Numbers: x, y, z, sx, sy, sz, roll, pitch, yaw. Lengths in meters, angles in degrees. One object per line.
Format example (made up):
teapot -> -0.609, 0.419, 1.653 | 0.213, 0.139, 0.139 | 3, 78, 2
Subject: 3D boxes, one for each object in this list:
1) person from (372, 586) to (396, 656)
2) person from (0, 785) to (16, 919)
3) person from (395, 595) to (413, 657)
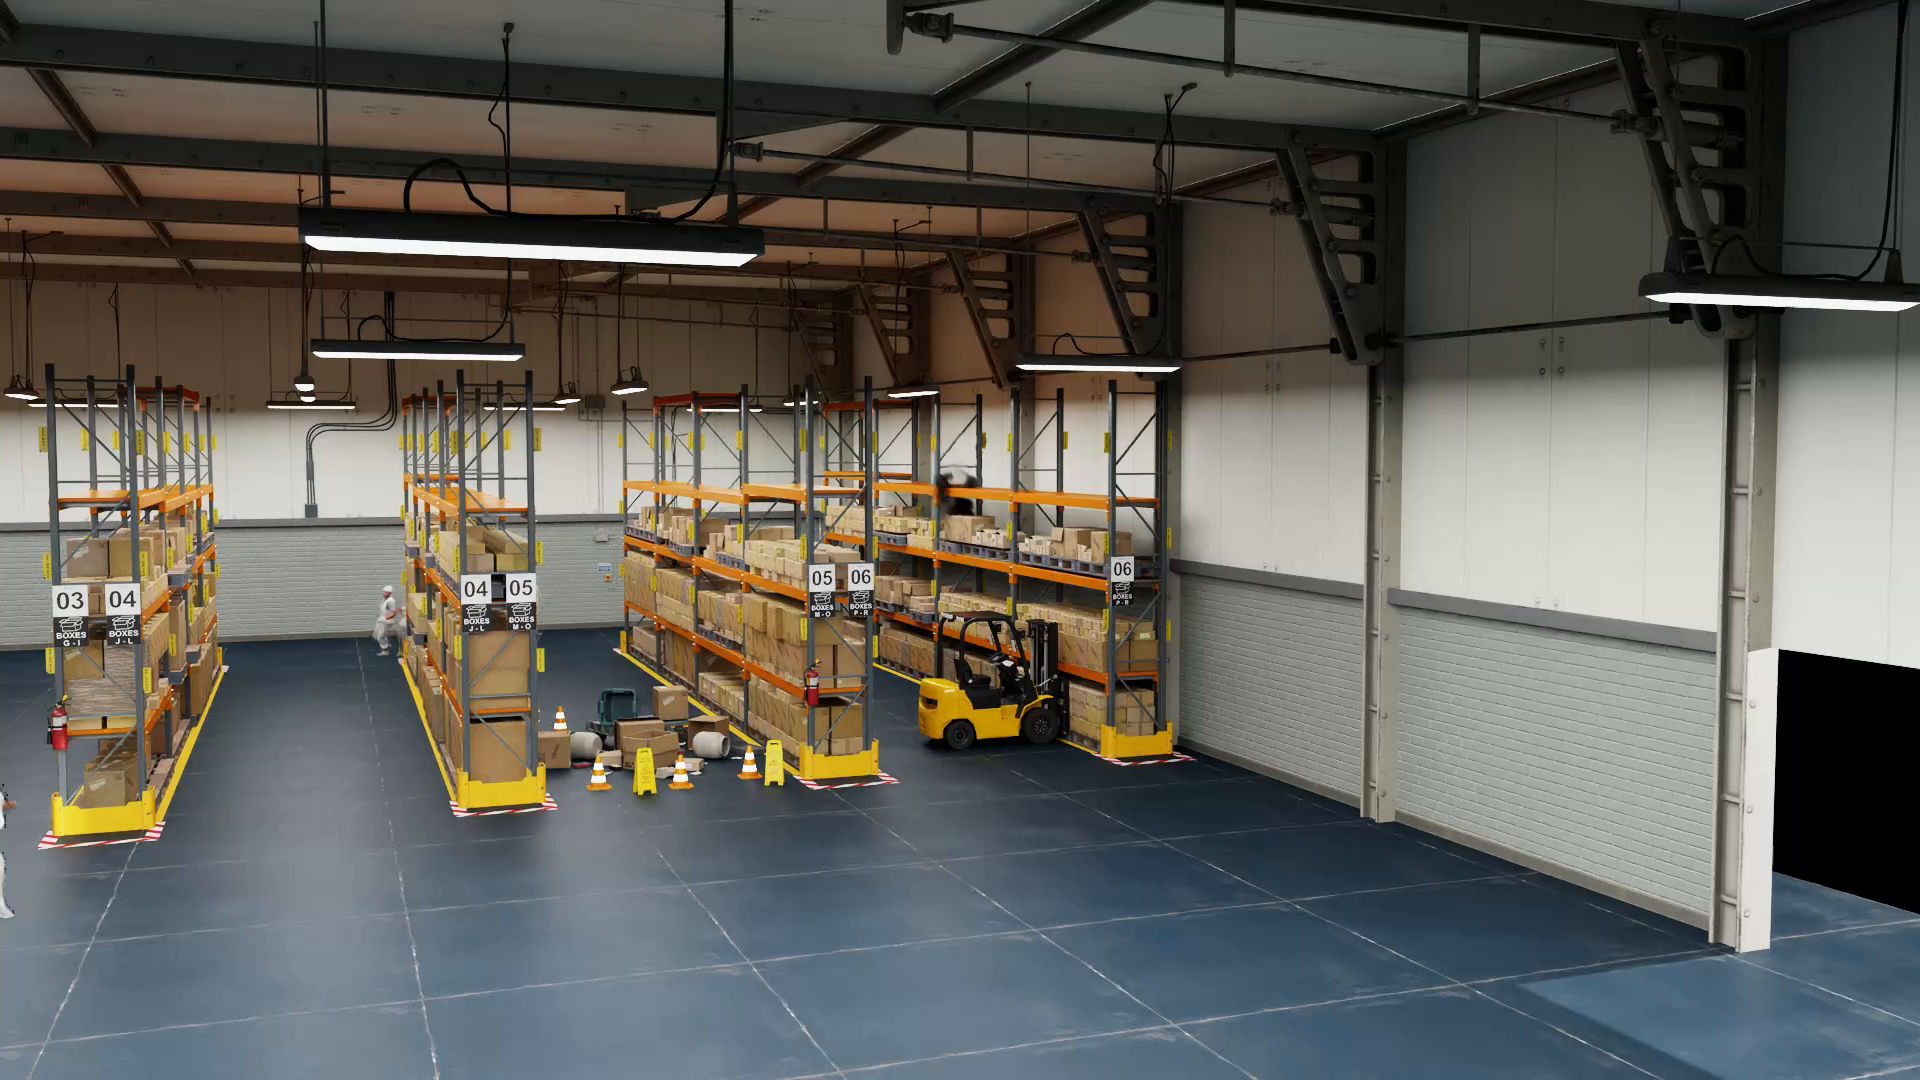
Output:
person -> -13.382, 1.893, 38.688 | 0.475, 1.689, 0.827 | -3, 4, -38
person -> -10.361, 3.125, 17.614 | 0.777, 1.756, 0.547 | 0, 3, 2
person -> -12.853, 1.860, 39.010 | 0.749, 1.803, 0.768 | -2, 4, -29
